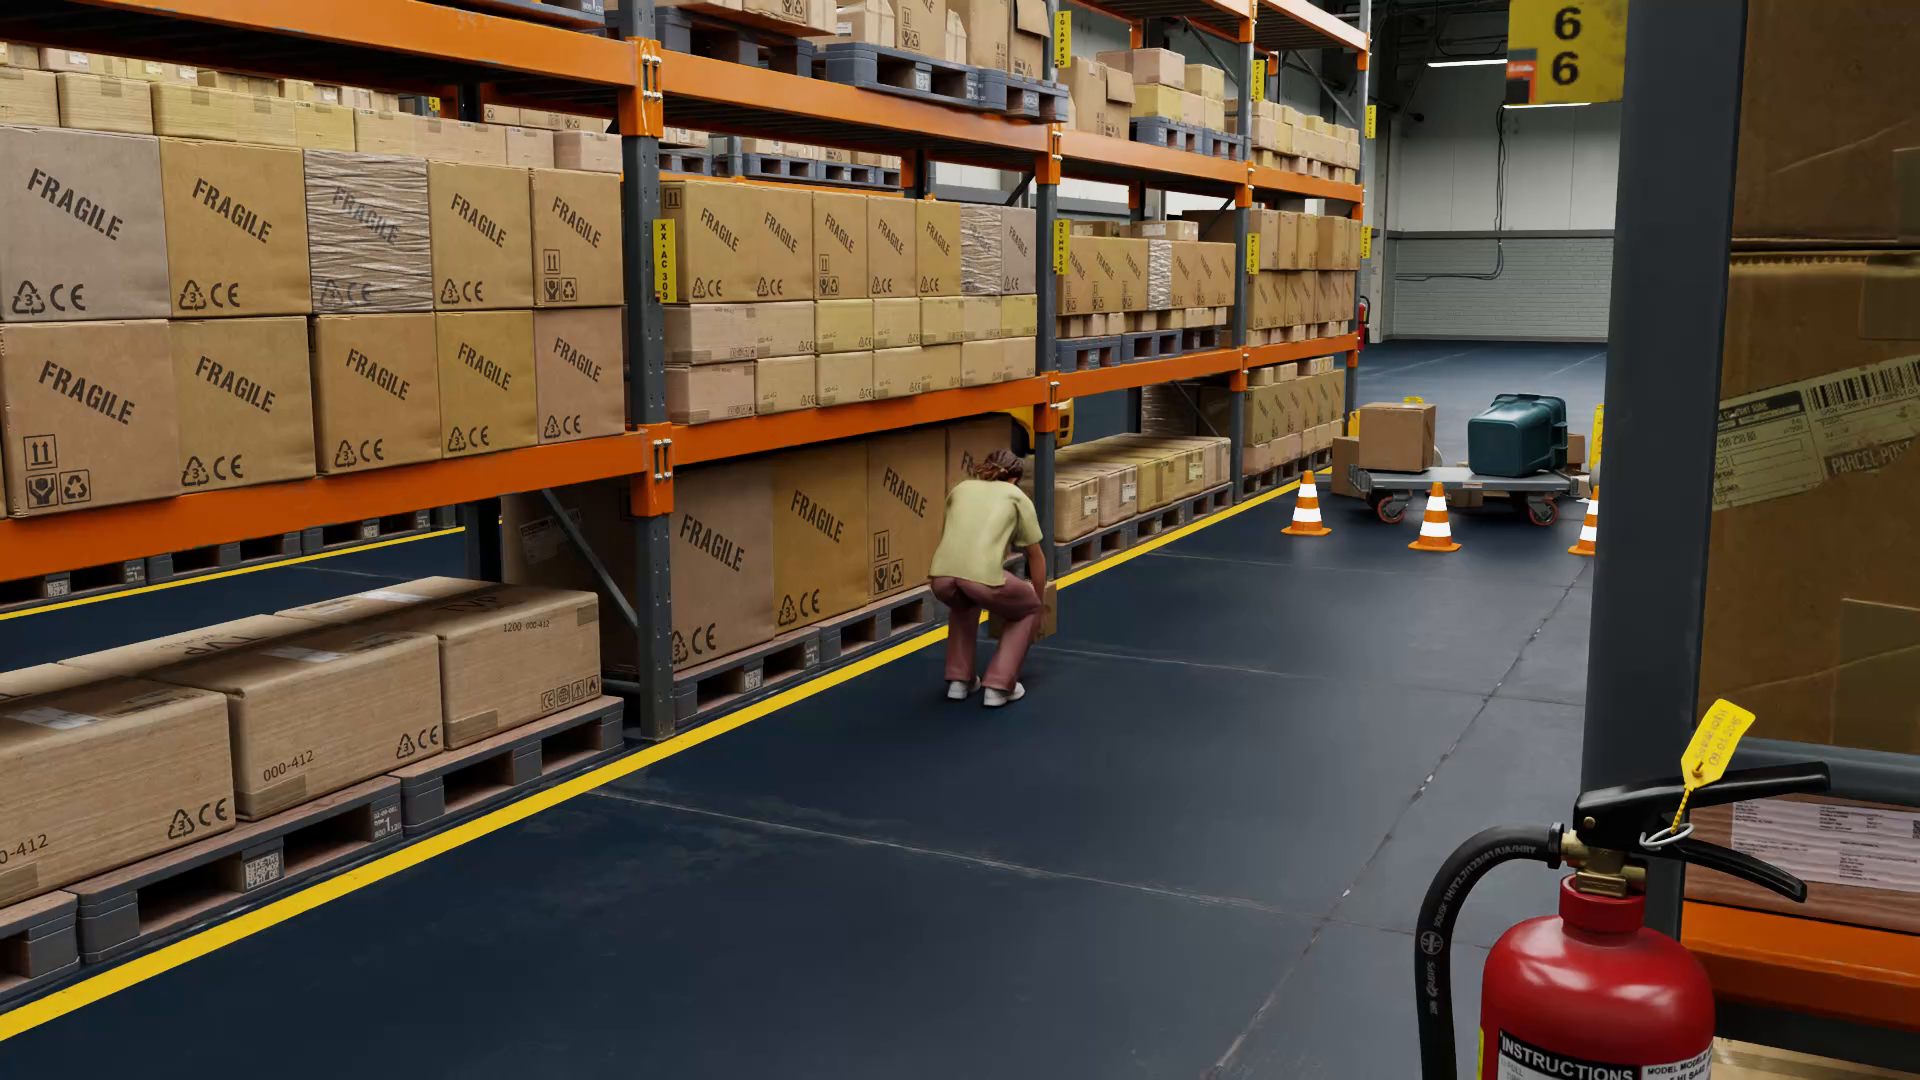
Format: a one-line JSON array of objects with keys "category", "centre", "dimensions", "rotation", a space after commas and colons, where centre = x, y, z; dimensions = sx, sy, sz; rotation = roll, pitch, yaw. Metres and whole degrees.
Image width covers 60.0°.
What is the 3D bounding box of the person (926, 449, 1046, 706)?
[{"category": "person", "centre": [0.099, 0.164, 7.628], "dimensions": [0.504, 1.116, 0.747], "rotation": [4, 10, 26]}]
